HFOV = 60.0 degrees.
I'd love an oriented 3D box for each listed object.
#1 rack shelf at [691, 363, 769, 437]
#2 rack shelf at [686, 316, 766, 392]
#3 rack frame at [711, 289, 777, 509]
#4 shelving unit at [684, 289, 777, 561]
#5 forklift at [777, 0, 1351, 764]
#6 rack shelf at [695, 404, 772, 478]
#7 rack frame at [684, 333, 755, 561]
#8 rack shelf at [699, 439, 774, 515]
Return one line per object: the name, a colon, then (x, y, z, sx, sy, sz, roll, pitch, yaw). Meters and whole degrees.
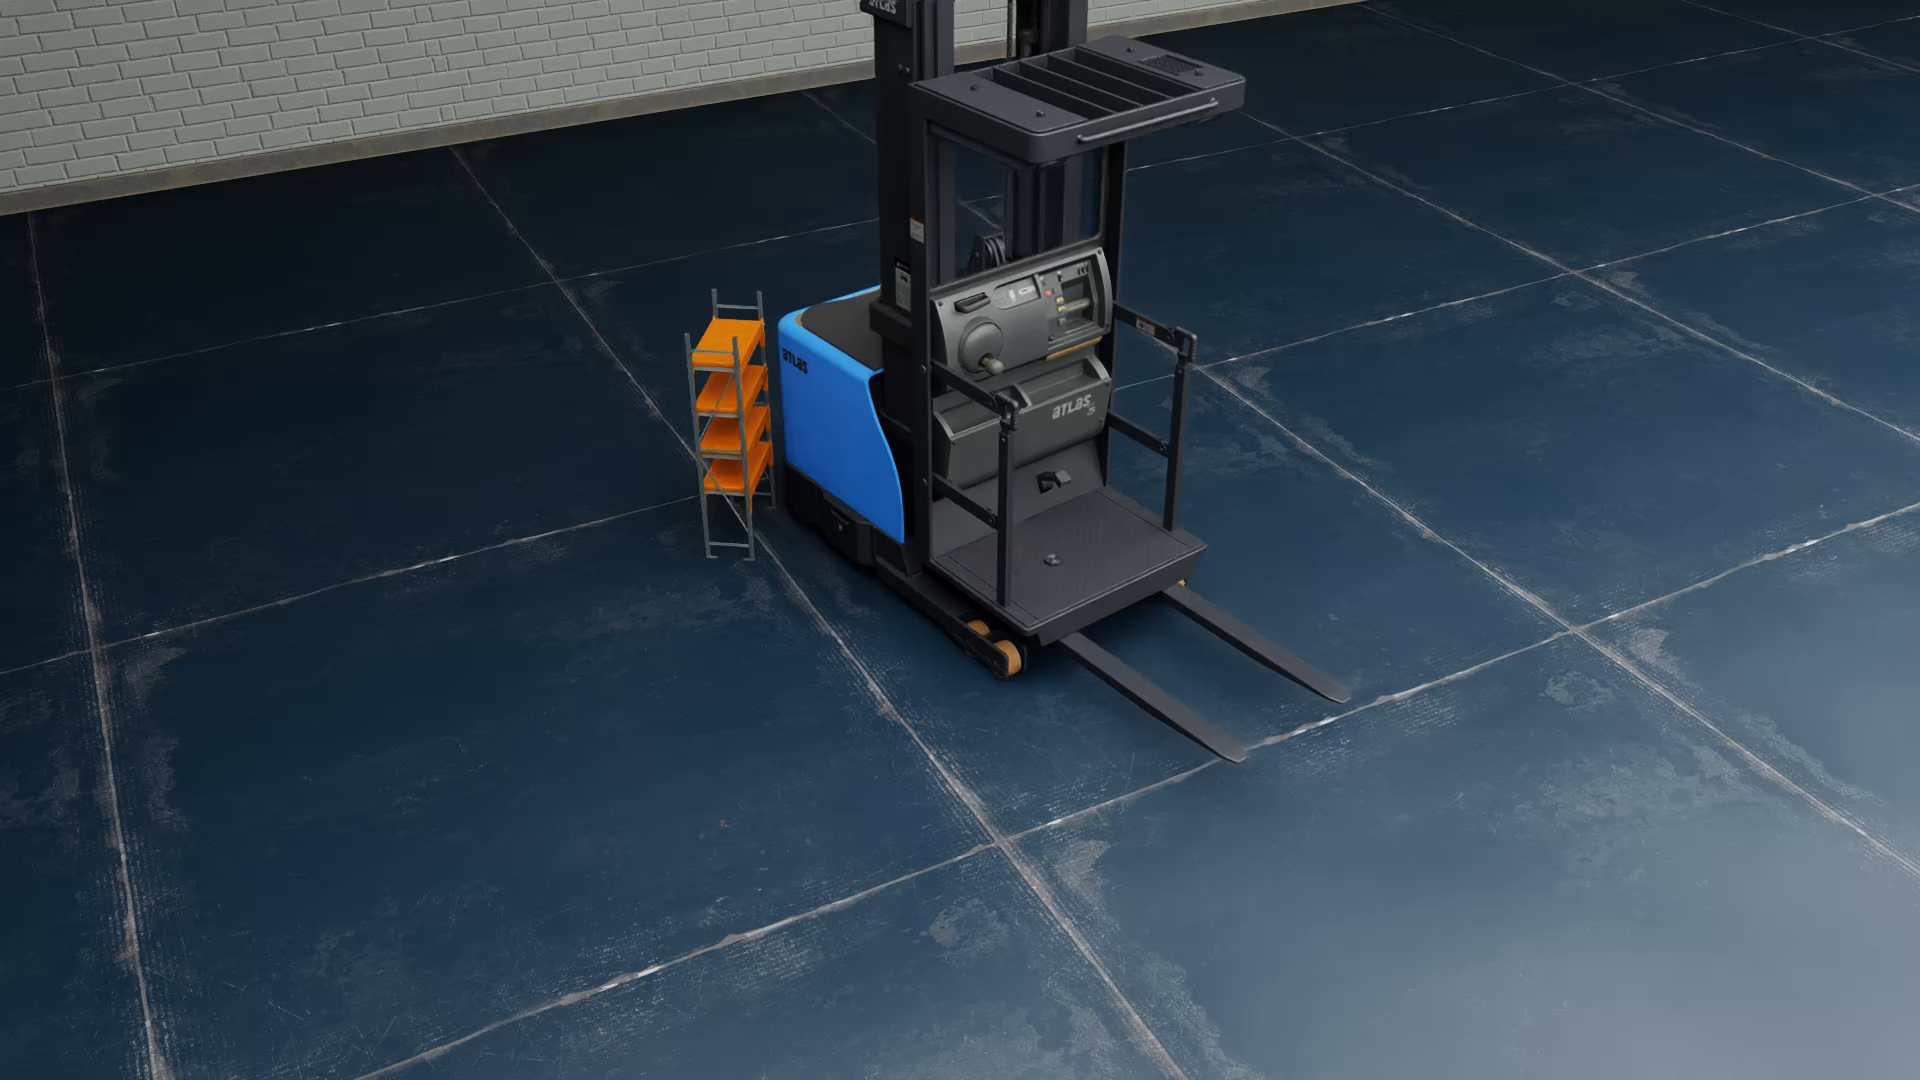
rack shelf: (-1.088, -0.676, 7.902, 0.258, 0.148, 0.480, 4, 33, 6)
rack shelf: (-1.088, -0.875, 7.775, 0.258, 0.148, 0.480, 4, 33, 6)
rack frame: (-1.058, -0.674, 8.191, 0.240, 1.200, 0.015, 4, 33, 6)
shelving unit: (-1.088, -0.544, 7.987, 0.258, 1.200, 0.503, 4, 33, 6)
forklift: (0.414, -0.931, 6.987, 1.130, 2.935, 3.031, -23, 39, -31)
rack shelf: (-1.088, -0.487, 8.023, 0.258, 0.148, 0.480, 4, 33, 6)
rack frame: (-1.118, -0.413, 7.783, 0.240, 1.200, 0.015, 4, 33, 6)
rack shelf: (-1.088, -0.320, 8.130, 0.258, 0.148, 0.480, 4, 33, 6)
